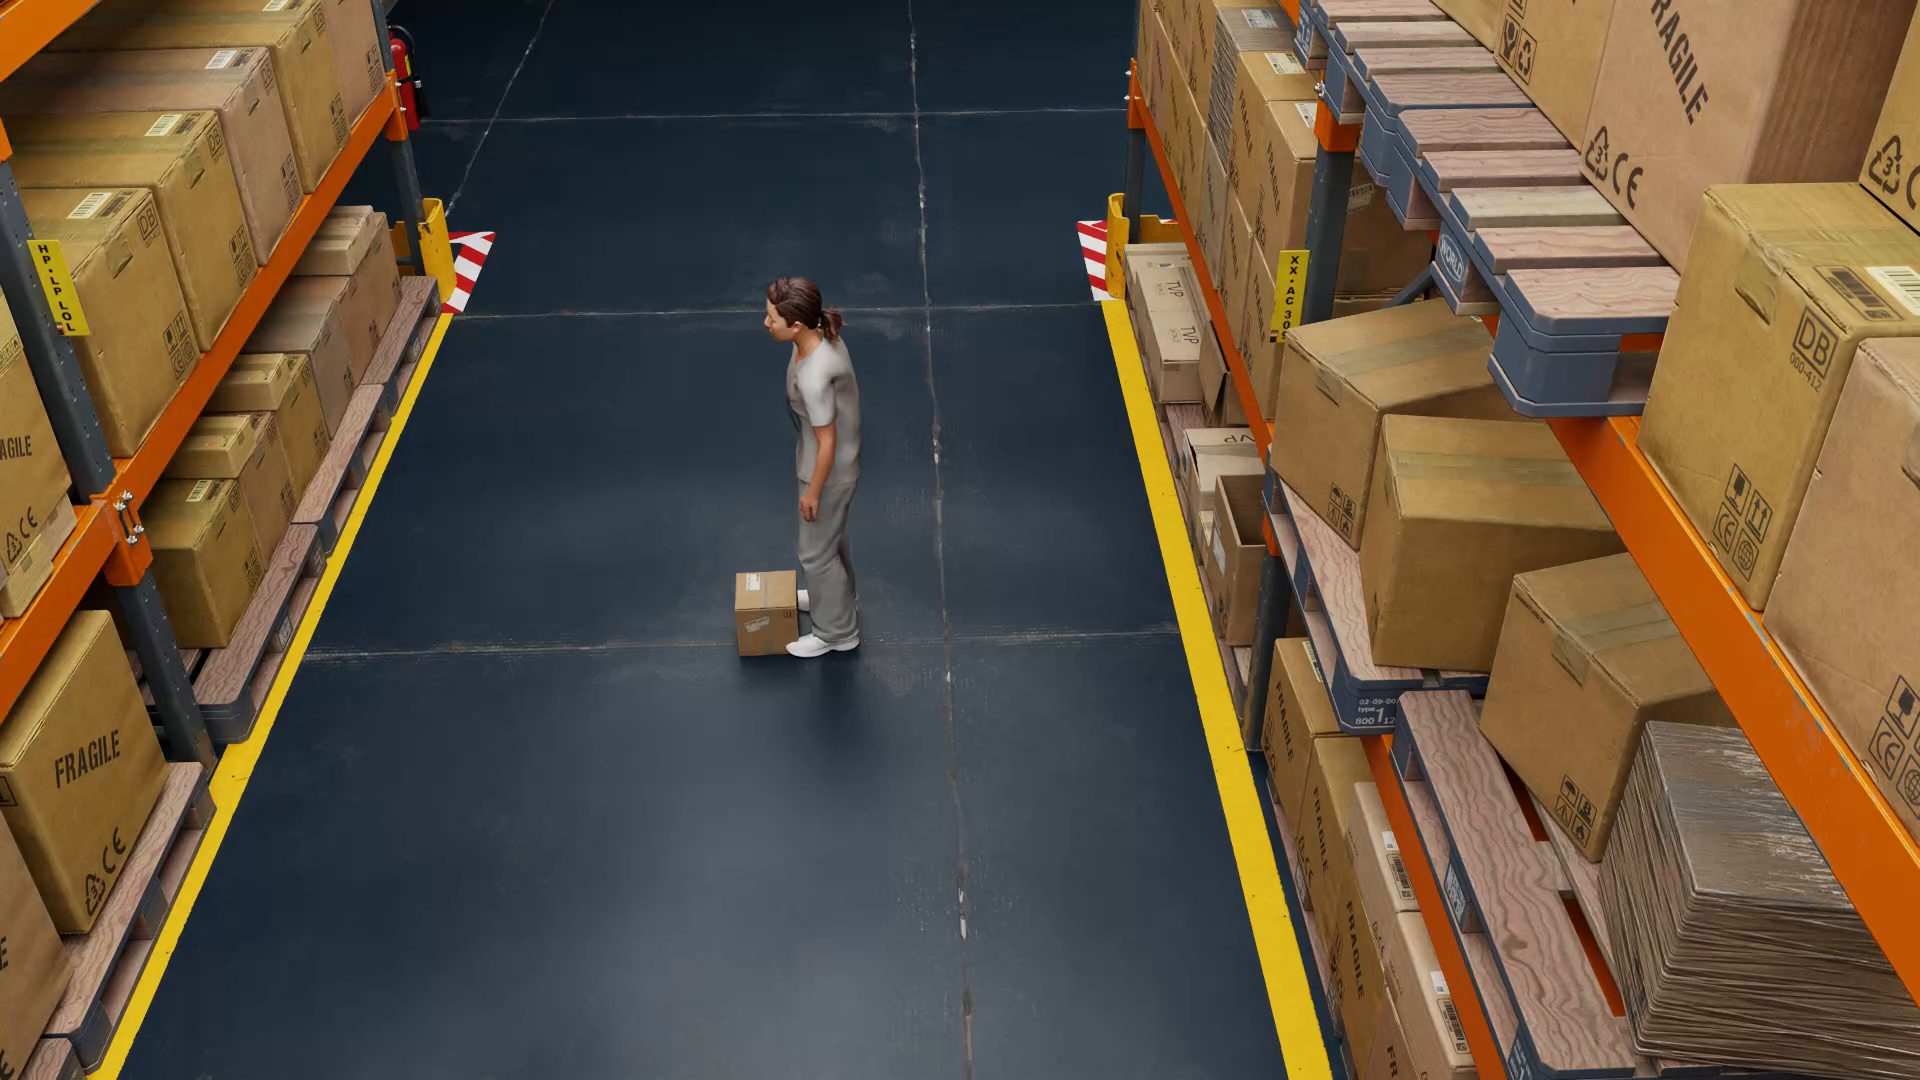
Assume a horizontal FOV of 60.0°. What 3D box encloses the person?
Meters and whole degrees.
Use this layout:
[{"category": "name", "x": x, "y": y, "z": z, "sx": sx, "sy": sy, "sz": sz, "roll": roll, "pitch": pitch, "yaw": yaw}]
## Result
[{"category": "person", "x": -0.558, "y": -0.286, "z": 6.550, "sx": 0.354, "sy": 1.673, "sz": 0.508, "roll": -3, "pitch": 35, "yaw": -4}]
